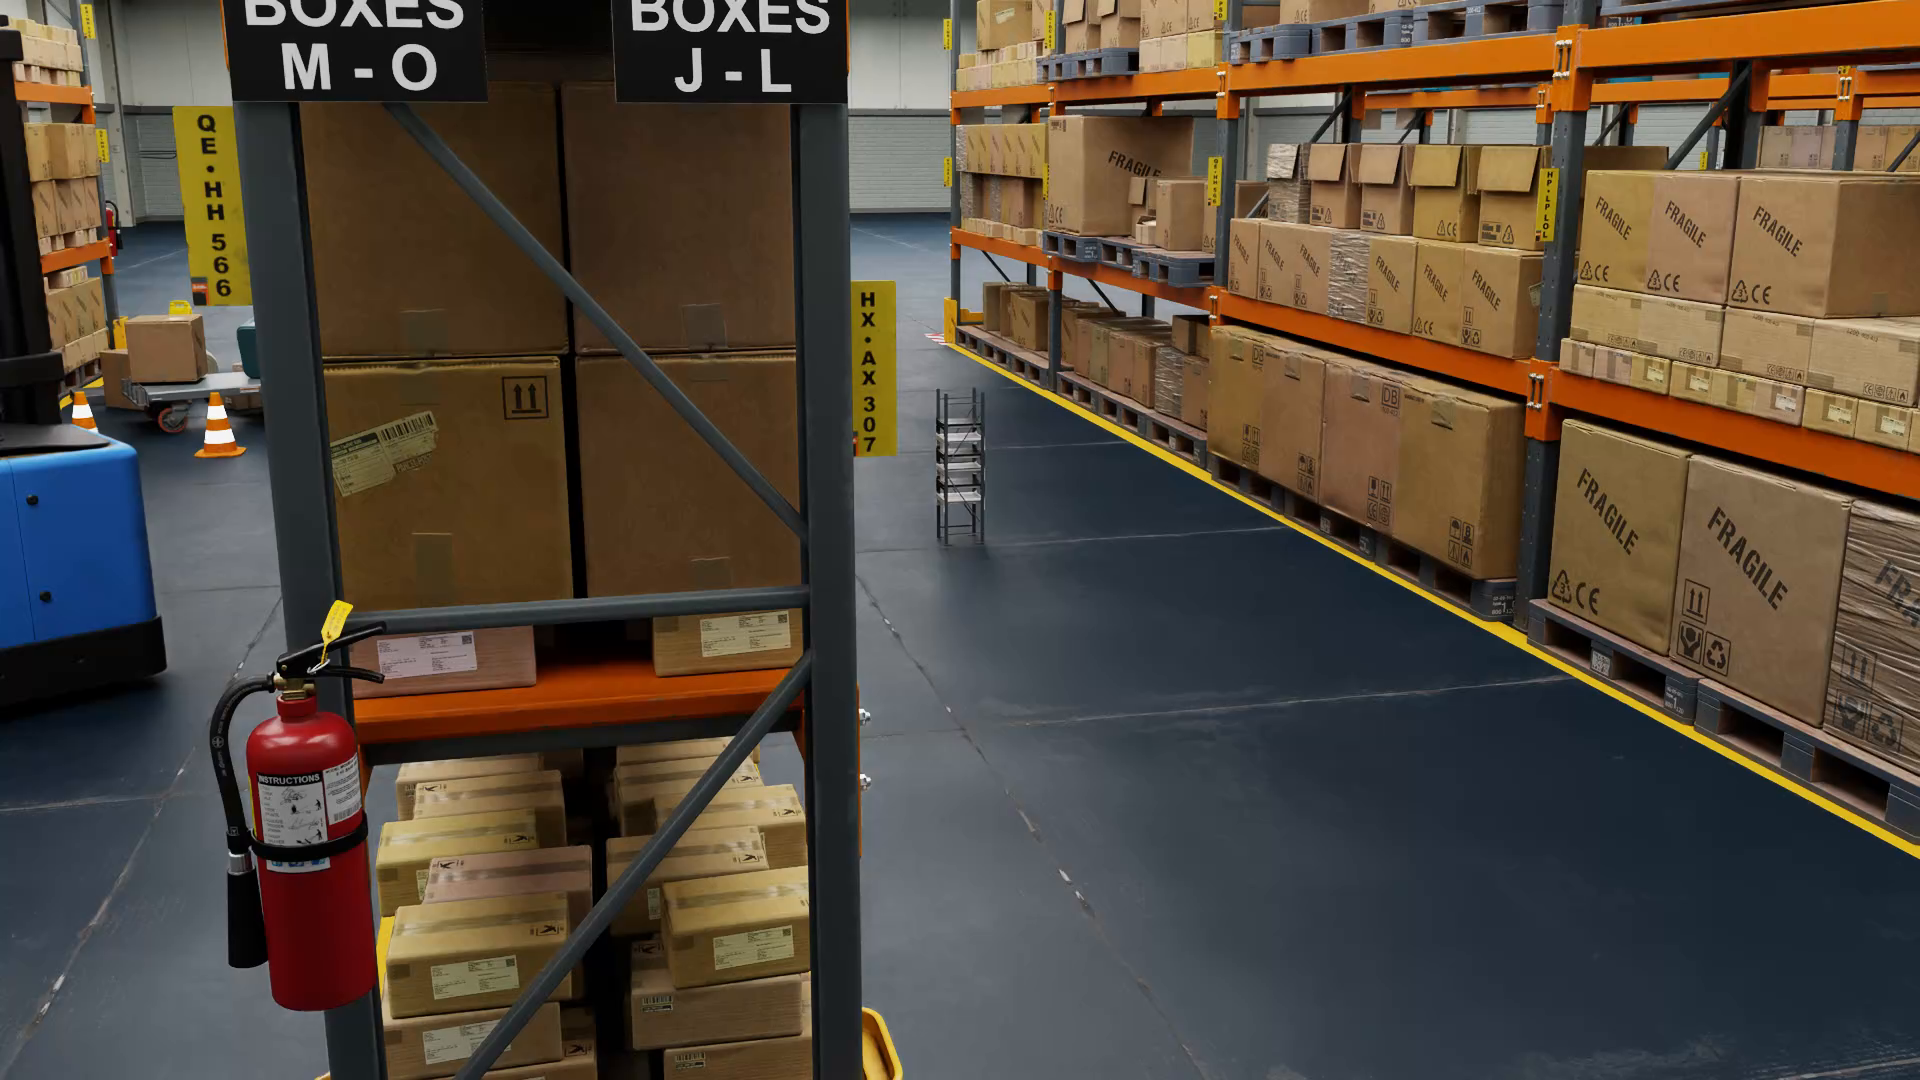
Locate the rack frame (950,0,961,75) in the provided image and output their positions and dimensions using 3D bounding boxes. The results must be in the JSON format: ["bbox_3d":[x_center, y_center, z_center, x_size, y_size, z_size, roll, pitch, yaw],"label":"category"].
[{"bbox_3d":[0.393,-6.722,18.482,1.000,3.000,0.127,-3,14,-13],"label":"rack frame"}]

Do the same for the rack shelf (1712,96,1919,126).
[{"bbox_3d":[10.493,-5.006,19.291,1.077,0.370,4.000,-3,14,-13],"label":"rack shelf"}]

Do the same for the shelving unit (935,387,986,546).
[{"bbox_3d":[0.002,-0.435,9.813,0.258,0.900,0.210,-3,14,-13],"label":"shelving unit"}]

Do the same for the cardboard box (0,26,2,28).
[{"bbox_3d":[-8.235,-4.328,13.851,0.380,0.149,0.250,-3,14,-14],"label":"cardboard box"}]

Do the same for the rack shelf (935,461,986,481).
[{"bbox_3d":[0.002,-0.403,9.820,0.258,0.077,0.200,-3,14,-13],"label":"rack shelf"}]

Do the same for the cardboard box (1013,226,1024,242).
[{"bbox_3d":[0.751,-3.088,16.774,0.380,0.149,0.250,-3,14,-13],"label":"cardboard box"}]

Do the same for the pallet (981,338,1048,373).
[{"bbox_3d":[0.850,-1.966,17.528,1.003,0.211,1.213,-3,14,-13],"label":"pallet"}]

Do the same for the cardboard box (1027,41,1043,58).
[{"bbox_3d":[0.858,-4.642,15.762,0.380,0.149,0.250,-4,14,-16],"label":"cardboard box"}]

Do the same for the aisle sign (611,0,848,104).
[{"bbox_3d":[-0.386,-1.127,2.740,0.394,0.787,0.004,-3,14,-13],"label":"aisle sign"}]

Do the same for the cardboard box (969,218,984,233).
[{"bbox_3d":[0.312,-3.490,18.420,0.380,0.149,0.250,-3,14,-13],"label":"cardboard box"}]

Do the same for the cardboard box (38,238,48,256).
[{"bbox_3d":[-8.354,-2.597,14.766,0.380,0.149,0.250,-3,14,-13],"label":"cardboard box"}]

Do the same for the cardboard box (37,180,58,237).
[{"bbox_3d":[-8.517,-2.990,15.006,0.500,0.500,0.500,-3,14,-13],"label":"cardboard box"}]

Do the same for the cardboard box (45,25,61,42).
[{"bbox_3d":[-8.772,-4.797,15.771,0.380,0.149,0.250,-3,14,-14],"label":"cardboard box"}]

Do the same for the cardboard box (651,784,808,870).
[{"bbox_3d":[-0.603,0.766,4.339,0.380,0.149,0.250,-3,14,-13],"label":"cardboard box"}]

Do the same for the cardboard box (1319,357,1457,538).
[{"bbox_3d":[2.831,-0.564,9.508,1.225,0.875,0.875,-4,14,-15],"label":"cardboard box"}]

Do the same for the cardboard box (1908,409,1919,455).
[{"bbox_3d":[3.444,-0.354,5.585,0.380,0.149,0.250,-3,14,-13],"label":"cardboard box"}]

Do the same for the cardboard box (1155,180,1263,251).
[{"bbox_3d":[1.878,-2.461,12.583,0.700,0.500,0.500,-1,14,-5],"label":"cardboard box"}]

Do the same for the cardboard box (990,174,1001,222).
[{"bbox_3d":[0.805,-3.646,17.694,0.875,0.500,0.500,-3,14,-13],"label":"cardboard box"}]

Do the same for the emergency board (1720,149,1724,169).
[{"bbox_3d":[13.890,-6.479,30.128,0.194,1.169,0.643,-3,14,-13],"label":"emergency board"}]

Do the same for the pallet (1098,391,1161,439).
[{"bbox_3d":[1.807,-1.069,13.858,1.003,0.211,1.213,-3,14,-13],"label":"pallet"}]

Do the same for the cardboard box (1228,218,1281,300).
[{"bbox_3d":[2.122,-1.884,11.107,0.500,0.500,0.500,-3,14,-12],"label":"cardboard box"}]

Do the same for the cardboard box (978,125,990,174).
[{"bbox_3d":[0.487,-4.114,17.501,0.500,0.500,0.500,-3,14,-13],"label":"cardboard box"}]

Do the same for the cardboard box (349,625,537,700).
[{"bbox_3d":[-1.046,0.199,3.322,0.380,0.149,0.250,-3,14,-13],"label":"cardboard box"}]

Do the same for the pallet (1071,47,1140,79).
[{"bbox_3d":[1.620,-3.864,13.497,1.213,0.211,1.003,-3,14,-13],"label":"pallet"}]

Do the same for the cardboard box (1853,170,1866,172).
[{"bbox_3d":[10.394,-4.144,18.991,0.380,0.149,0.250,-3,14,-12],"label":"cardboard box"}]

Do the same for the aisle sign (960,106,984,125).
[{"bbox_3d":[0.087,-5.068,18.875,0.394,0.787,0.004,-3,14,-13],"label":"aisle sign"}]

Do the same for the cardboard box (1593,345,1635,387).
[{"bbox_3d":[3.019,-0.770,7.289,0.380,0.149,0.250,-4,14,-15],"label":"cardboard box"}]

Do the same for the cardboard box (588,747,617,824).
[{"bbox_3d":[-0.934,0.738,5.081,0.380,0.149,0.250,-3,14,-10],"label":"cardboard box"}]

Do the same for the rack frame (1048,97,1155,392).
[{"bbox_3d":[1.332,-2.885,15.417,1.000,3.000,0.127,-3,14,-13],"label":"rack frame"}]

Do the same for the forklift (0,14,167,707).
[{"bbox_3d":[-4.873,-0.953,7.650,1.130,2.935,3.031,-13,19,-43],"label":"forklift"}]

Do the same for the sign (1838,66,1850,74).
[{"bbox_3d":[6.553,-3.613,12.294,0.100,0.325,0.005,-3,14,-13],"label":"sign"}]

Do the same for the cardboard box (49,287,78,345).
[{"bbox_3d":[-8.561,-2.081,15.453,0.500,0.500,0.500,-4,14,-15],"label":"cardboard box"}]

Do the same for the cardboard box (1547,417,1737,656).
[{"bbox_3d":[3.289,-0.055,7.423,0.875,0.875,0.875,-3,14,-13],"label":"cardboard box"}]

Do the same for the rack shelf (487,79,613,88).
[{"bbox_3d":[-3.043,-3.278,12.221,1.077,0.370,4.000,-3,14,-13],"label":"rack shelf"}]

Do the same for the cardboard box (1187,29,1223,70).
[{"bbox_3d":[1.922,-3.443,11.694,0.500,0.250,0.500,-3,14,-13],"label":"cardboard box"}]

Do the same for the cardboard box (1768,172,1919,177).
[{"bbox_3d":[3.693,-1.269,6.909,0.500,0.500,0.500,-3,14,-13],"label":"cardboard box"}]

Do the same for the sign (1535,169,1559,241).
[{"bbox_3d":[2.686,-1.531,7.601,0.100,0.325,0.005,-3,14,-13],"label":"sign"}]

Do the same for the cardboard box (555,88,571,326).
[{"bbox_3d":[-0.666,-0.777,3.843,0.500,0.500,0.500,-3,14,-12],"label":"cardboard box"}]

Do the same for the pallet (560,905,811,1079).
[{"bbox_3d":[-0.868,1.284,4.227,1.003,0.211,1.213,-3,14,-13],"label":"pallet"}]

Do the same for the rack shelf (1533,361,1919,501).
[{"bbox_3d":[3.681,-0.229,6.059,1.077,0.370,4.000,-3,14,-13],"label":"rack shelf"}]

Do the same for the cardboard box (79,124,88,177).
[{"bbox_3d":[-8.796,-3.712,15.855,0.700,0.500,0.500,-3,14,-13],"label":"cardboard box"}]

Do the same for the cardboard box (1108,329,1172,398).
[{"bbox_3d":[1.681,-1.502,14.093,0.700,0.500,0.500,-5,14,-18],"label":"cardboard box"}]

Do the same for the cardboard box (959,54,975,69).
[{"bbox_3d":[0.200,-5.244,18.228,0.380,0.149,0.250,-3,14,-12],"label":"cardboard box"}]

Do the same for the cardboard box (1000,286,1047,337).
[{"bbox_3d":[0.697,-2.517,18.290,0.500,0.500,0.500,0,14,2],"label":"cardboard box"}]

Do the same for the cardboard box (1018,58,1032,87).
[{"bbox_3d":[0.859,-4.481,15.945,0.500,0.250,0.500,-3,14,-12],"label":"cardboard box"}]

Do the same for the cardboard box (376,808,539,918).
[{"bbox_3d":[-1.252,0.806,4.175,0.380,0.149,0.250,-4,14,-14],"label":"cardboard box"}]

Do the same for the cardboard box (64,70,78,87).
[{"bbox_3d":[-8.794,-4.468,16.106,0.380,0.149,0.250,-3,14,-13],"label":"cardboard box"}]

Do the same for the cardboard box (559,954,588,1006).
[{"bbox_3d":[-1.158,1.088,4.276,0.380,0.149,0.250,-3,14,-13],"label":"cardboard box"}]

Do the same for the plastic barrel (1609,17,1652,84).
[{"bbox_3d":[6.477,-4.757,15.700,0.600,0.901,0.708,-3,14,-13],"label":"plastic barrel"}]

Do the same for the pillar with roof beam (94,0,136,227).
[{"bbox_3d":[-17.637,-12.842,43.532,9.100,9.000,0.400,-3,14,-13],"label":"pillar with roof beam"}]

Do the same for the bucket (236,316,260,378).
[{"bbox_3d":[-5.785,-1.683,14.191,0.726,0.611,0.620,2,24,6],"label":"bucket"}]
